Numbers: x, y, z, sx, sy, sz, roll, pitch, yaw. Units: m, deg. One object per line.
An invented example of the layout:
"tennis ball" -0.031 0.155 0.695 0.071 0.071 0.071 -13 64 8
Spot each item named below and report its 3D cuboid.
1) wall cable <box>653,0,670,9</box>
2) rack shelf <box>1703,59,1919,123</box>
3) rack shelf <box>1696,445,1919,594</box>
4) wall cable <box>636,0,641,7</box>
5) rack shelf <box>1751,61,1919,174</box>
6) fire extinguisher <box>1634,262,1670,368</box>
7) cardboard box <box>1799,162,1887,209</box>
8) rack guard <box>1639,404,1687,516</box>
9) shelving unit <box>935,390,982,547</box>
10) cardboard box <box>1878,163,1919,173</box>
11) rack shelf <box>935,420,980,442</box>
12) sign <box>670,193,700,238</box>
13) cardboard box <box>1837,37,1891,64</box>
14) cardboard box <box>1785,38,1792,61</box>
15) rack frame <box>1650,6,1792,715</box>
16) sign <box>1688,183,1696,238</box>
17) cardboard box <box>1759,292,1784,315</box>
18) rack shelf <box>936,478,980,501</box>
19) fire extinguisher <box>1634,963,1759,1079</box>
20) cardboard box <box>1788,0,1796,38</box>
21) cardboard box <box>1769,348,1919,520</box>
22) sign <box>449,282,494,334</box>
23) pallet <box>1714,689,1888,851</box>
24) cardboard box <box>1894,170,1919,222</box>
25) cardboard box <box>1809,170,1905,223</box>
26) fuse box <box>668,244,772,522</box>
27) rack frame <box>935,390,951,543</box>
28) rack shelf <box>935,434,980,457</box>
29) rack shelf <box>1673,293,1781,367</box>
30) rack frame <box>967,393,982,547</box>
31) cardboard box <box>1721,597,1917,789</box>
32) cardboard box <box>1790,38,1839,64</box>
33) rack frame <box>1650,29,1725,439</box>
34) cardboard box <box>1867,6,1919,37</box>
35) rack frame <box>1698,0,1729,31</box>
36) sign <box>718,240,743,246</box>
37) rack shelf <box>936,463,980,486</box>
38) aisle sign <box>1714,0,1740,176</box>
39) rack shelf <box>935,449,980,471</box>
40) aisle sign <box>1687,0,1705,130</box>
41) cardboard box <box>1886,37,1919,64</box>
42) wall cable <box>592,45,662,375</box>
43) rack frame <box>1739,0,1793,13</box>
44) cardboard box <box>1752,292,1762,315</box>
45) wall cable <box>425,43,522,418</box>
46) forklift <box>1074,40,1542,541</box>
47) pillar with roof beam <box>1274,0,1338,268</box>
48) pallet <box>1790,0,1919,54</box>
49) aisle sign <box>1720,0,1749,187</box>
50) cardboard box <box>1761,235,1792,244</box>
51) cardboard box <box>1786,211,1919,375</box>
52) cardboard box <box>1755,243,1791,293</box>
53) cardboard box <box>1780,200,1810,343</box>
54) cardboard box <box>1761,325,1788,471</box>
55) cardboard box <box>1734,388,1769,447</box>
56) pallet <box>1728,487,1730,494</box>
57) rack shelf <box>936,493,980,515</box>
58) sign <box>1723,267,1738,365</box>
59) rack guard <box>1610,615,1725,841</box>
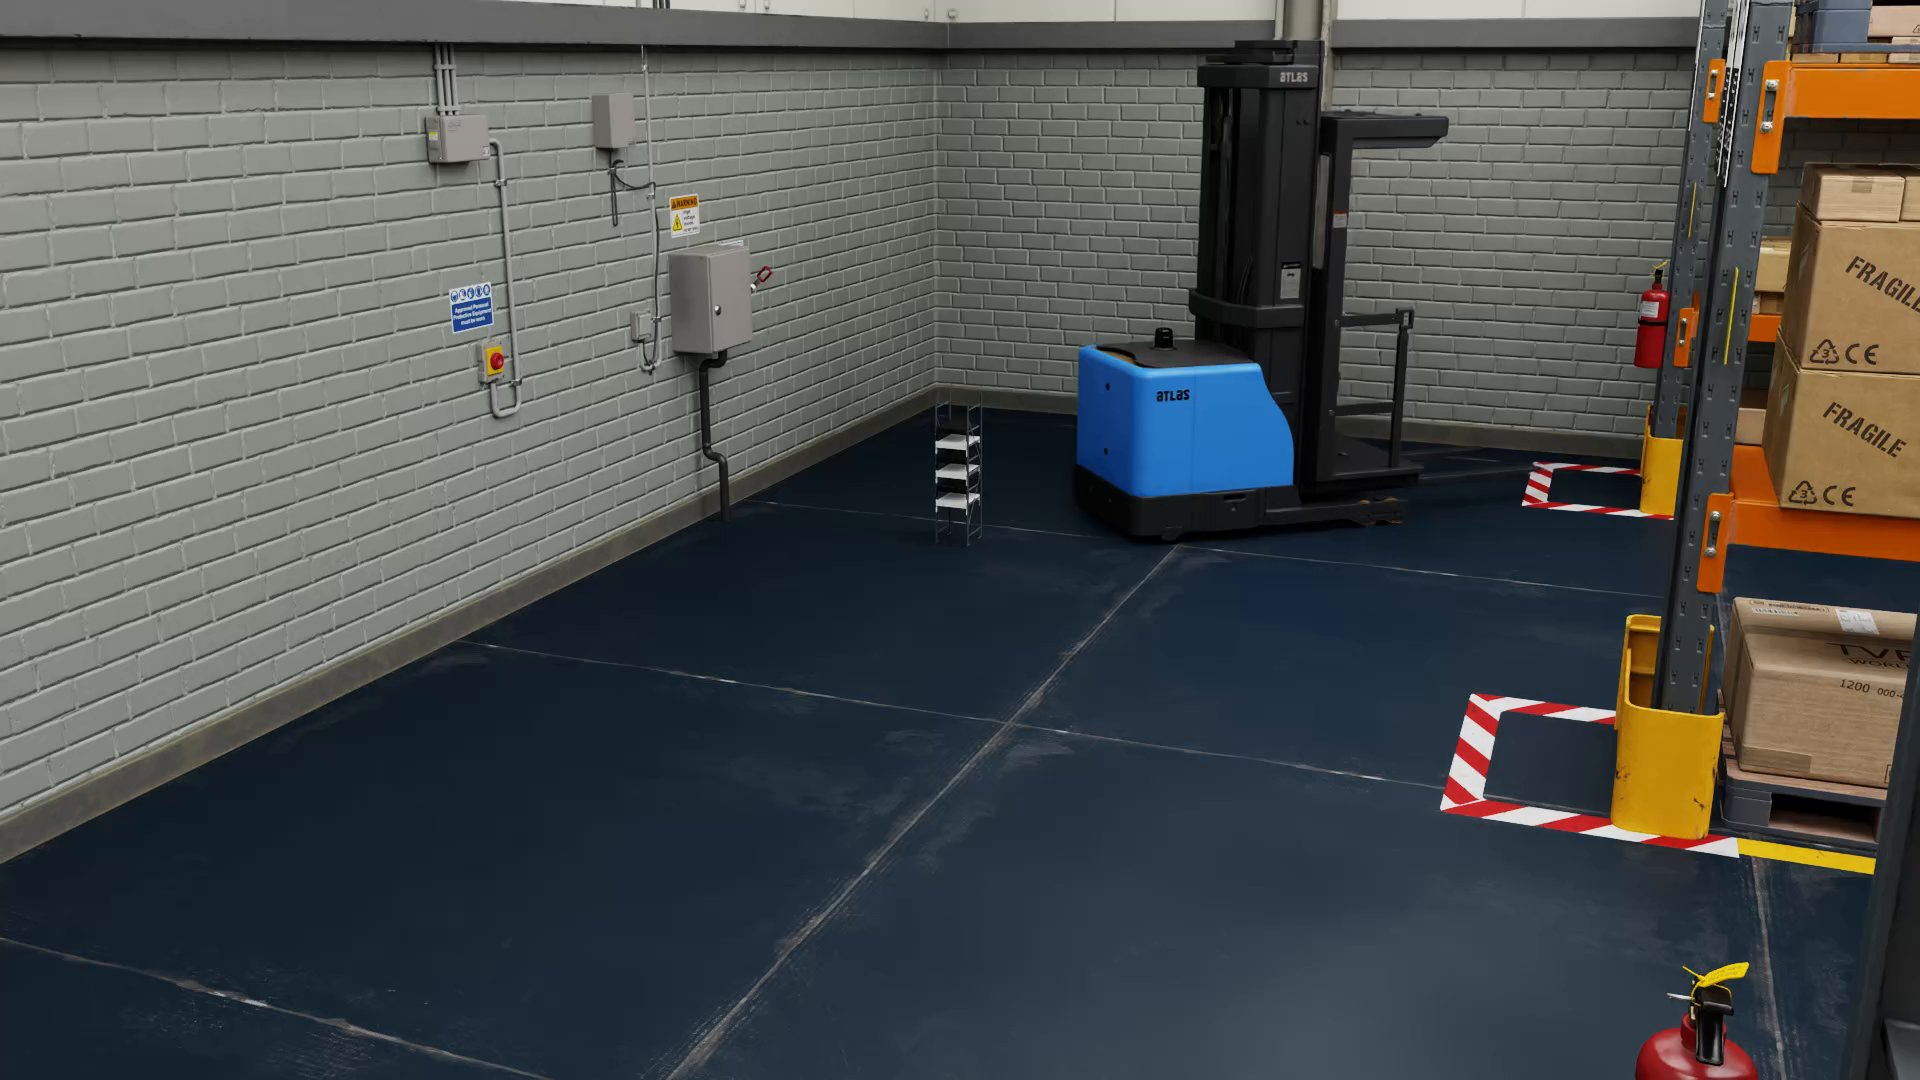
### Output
"wall cable" -1.171 -4.789 10.464 0.133 3.039 2.988 6 17 21
"rack shelf" 6.567 -2.646 9.819 4.000 0.370 1.077 6 17 21
"rack shelf" 4.749 0.082 5.802 4.000 0.370 1.077 6 17 21
"wall cable" -2.228 -4.053 7.993 0.029 3.000 2.355 6 17 21
"rack shelf" 4.749 -1.359 5.384 4.000 0.370 1.077 6 17 21
"fire extinguisher" 4.400 -1.435 10.544 0.183 0.674 0.296 6 17 21
"cardboard box" 3.296 -1.323 6.215 0.250 0.149 0.380 7 17 21
"rack guard" 4.777 -0.548 11.164 0.348 0.500 1.175 6 17 21
"shelving unit" -0.008 -0.433 10.051 0.210 0.900 0.258 6 17 21
"cardboard box" 3.541 -1.303 6.147 0.250 0.149 0.380 7 17 22
"rack shelf" -0.008 -0.660 9.985 0.200 0.077 0.258 6 17 21
"sign" -1.672 -1.972 10.106 0.001 0.242 0.339 6 17 21
"cardboard box" 5.403 -2.932 9.964 0.250 0.149 0.380 6 17 21
"cardboard box" 4.918 -2.983 10.139 0.250 0.149 0.380 7 17 22
"rack frame" 2.889 -0.468 6.406 0.127 3.000 1.000 6 17 21
"sign" 4.507 -2.031 10.236 0.005 0.325 0.100 6 17 21
"cardboard box" 5.165 -1.516 10.468 0.250 0.149 0.380 7 18 22
"rack shelf" -0.008 -0.315 10.085 0.200 0.077 0.258 6 17 21
"fire extinguisher" 1.101 0.897 2.512 0.183 0.674 0.296 6 17 21
"cardboard box" 5.019 -3.151 10.003 0.500 0.250 0.500 6 17 20
"cardboard box" 3.230 -0.393 5.967 0.500 0.500 0.500 6 17 20
"sign" -2.440 -1.162 8.313 0.001 0.218 0.327 6 17 21
"pallet" 3.661 0.933 6.583 1.213 0.211 1.003 6 17 21
"cardboard box" 3.387 -1.191 5.761 0.250 0.149 0.380 7 17 22
"cardboard box" 3.117 -1.200 5.790 0.250 0.149 0.380 7 17 22
"fuse box" -1.459 -0.950 10.377 0.414 1.711 0.539 6 17 21
"rack frame" -0.102 -0.443 10.087 0.006 0.900 0.240 6 17 21
"rack shelf" -0.008 -0.574 10.010 0.200 0.077 0.258 6 17 21
"rack shelf" 6.567 -1.206 10.237 4.000 0.370 1.077 6 17 21
"rack frame" 0.087 -0.423 10.015 0.006 0.900 0.240 6 17 21
"cardboard box" 3.539 0.602 6.562 0.875 0.438 0.875 6 17 19
"cardboard box" 5.171 -2.963 10.070 0.250 0.149 0.380 7 17 22
"rack frame" 4.706 -1.756 10.842 0.127 3.000 1.000 6 17 21
"cardboard box" 5.499 -3.104 9.842 0.500 0.250 0.500 7 17 22
"rack frame" 4.706 -4.637 10.005 0.127 3.000 1.000 6 17 21
"sign" -1.470 -1.672 10.725 0.001 0.494 0.329 6 17 21
"rack shelf" -0.008 -0.401 10.060 0.200 0.077 0.258 6 17 21
"aisle sign" 2.935 -1.804 6.346 0.004 0.787 0.394 6 17 21
"rack shelf" -0.008 -0.487 10.035 0.200 0.077 0.258 6 17 21
"aisle sign" 4.535 -2.935 10.241 0.004 0.787 0.394 6 17 21
"cardboard box" 5.598 -2.880 9.784 0.250 0.149 0.380 7 17 22
"wall cable" -1.856 -1.896 9.502 0.122 1.984 0.588 6 17 21
"rack frame" 2.889 -3.349 5.570 0.127 3.000 1.000 6 17 21
"cardboard box" 4.911 -1.530 10.516 0.250 0.149 0.380 6 17 20
"wall cable" -2.365 -1.542 8.226 0.123 1.953 0.585 6 17 21
"forklift" 2.316 -1.625 10.513 3.031 2.935 1.130 -5 17 -18
"pillar with roof beam" 0.949 -4.030 7.915 0.400 9.000 9.100 6 17 21
"pallet" 3.583 -1.793 5.748 1.213 0.211 1.003 6 17 21
"aisle sign" 2.715 -1.649 5.810 0.004 0.787 0.394 6 17 21
"cardboard box" 5.232 -1.849 10.896 0.500 0.250 0.500 7 18 22
"cardboard box" 3.231 -0.873 5.829 0.500 0.500 0.500 6 17 19
"cardboard box" 5.030 -1.710 10.421 0.500 0.250 0.500 6 17 21
"cardboard box" 3.424 -1.009 6.296 0.500 0.500 0.500 7 18 22
"cardboard box" 3.434 -0.536 6.459 0.500 0.500 0.500 6 17 21
"cardboard box" 5.241 -0.672 10.831 0.637 0.503 0.797 6 17 18
"pallet" 5.519 -0.328 10.924 1.213 0.211 1.003 6 17 21
"rack shelf" -0.008 -0.228 10.111 0.200 0.077 0.258 6 17 21
"sign" 2.679 -0.779 5.781 0.005 0.325 0.100 6 17 21
"rack guard" 2.866 0.730 6.763 0.348 0.500 1.175 6 17 21
